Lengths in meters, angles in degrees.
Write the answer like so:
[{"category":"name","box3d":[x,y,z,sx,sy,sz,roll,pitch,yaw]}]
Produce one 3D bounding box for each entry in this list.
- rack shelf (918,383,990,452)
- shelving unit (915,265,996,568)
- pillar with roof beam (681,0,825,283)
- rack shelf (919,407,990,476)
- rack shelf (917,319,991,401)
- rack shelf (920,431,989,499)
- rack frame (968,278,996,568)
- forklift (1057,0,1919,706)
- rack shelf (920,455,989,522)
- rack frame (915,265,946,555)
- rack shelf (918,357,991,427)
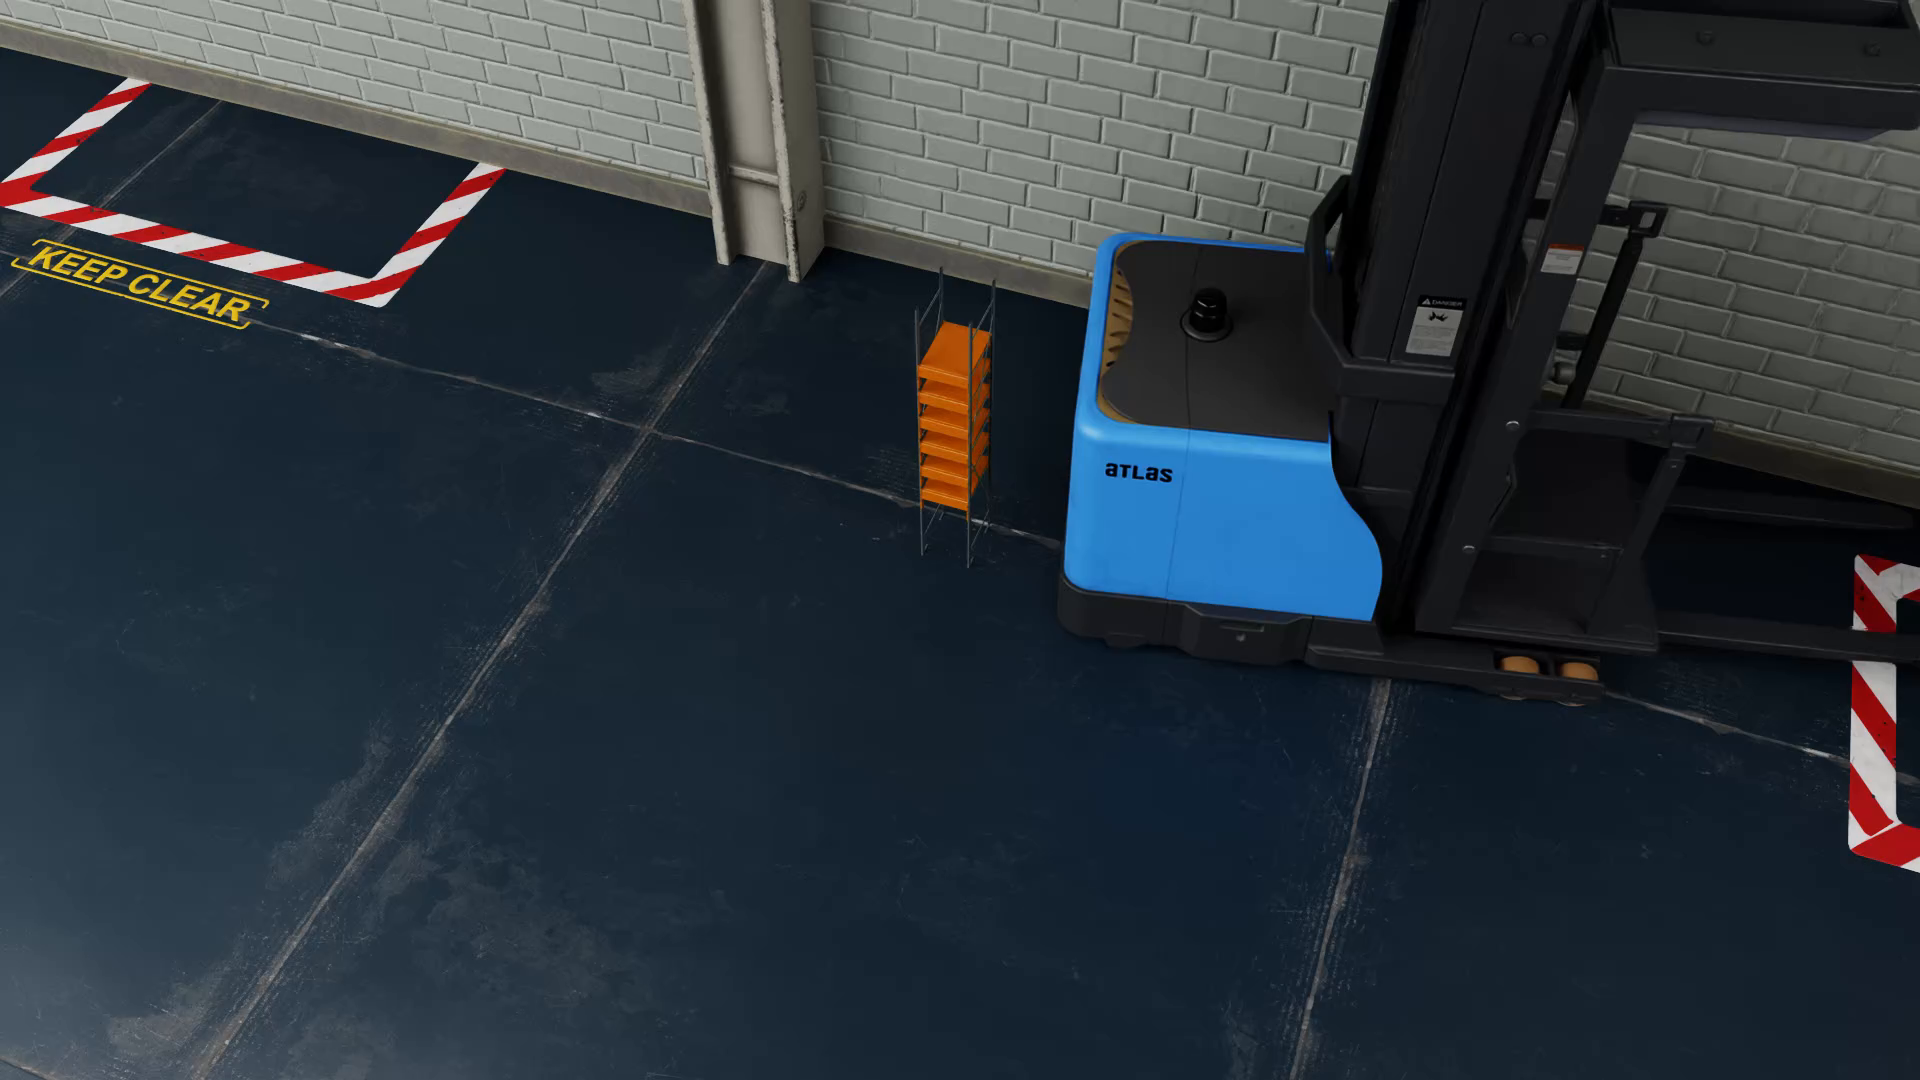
[{"category":"rack shelf","box3d":[-0.014,-0.446,5.743,0.180,0.103,0.258,16,51,13]},{"category":"shelving unit","box3d":[-0.014,-0.397,5.800,0.189,1.200,0.258,16,51,13]},{"category":"pillar with roof beam","box3d":[-2.319,-1.172,1.311,0.400,9.000,9.100,16,51,13]},{"category":"rack shelf","box3d":[-0.014,-0.368,5.833,0.180,0.103,0.258,16,51,13]},{"category":"rack shelf","box3d":[-0.014,-0.603,5.561,0.180,0.103,0.258,16,51,13]},{"category":"rack shelf","box3d":[-0.014,-0.289,5.924,0.180,0.103,0.258,16,51,13]},{"category":"rack frame","box3d":[0.072,-0.373,5.779,0.006,1.200,0.240,16,51,13]},{"category":"forklift","box3d":[1.905,-0.817,5.018,3.031,2.935,1.130,6,49,5]},{"category":"rack shelf","box3d":[-0.014,-0.210,6.015,0.180,0.103,0.258,16,51,13]},{"category":"rack frame","box3d":[-0.099,-0.421,5.821,0.006,1.200,0.240,16,51,13]},{"category":"rack shelf","box3d":[-0.014,-0.525,5.652,0.180,0.103,0.258,16,51,13]}]
